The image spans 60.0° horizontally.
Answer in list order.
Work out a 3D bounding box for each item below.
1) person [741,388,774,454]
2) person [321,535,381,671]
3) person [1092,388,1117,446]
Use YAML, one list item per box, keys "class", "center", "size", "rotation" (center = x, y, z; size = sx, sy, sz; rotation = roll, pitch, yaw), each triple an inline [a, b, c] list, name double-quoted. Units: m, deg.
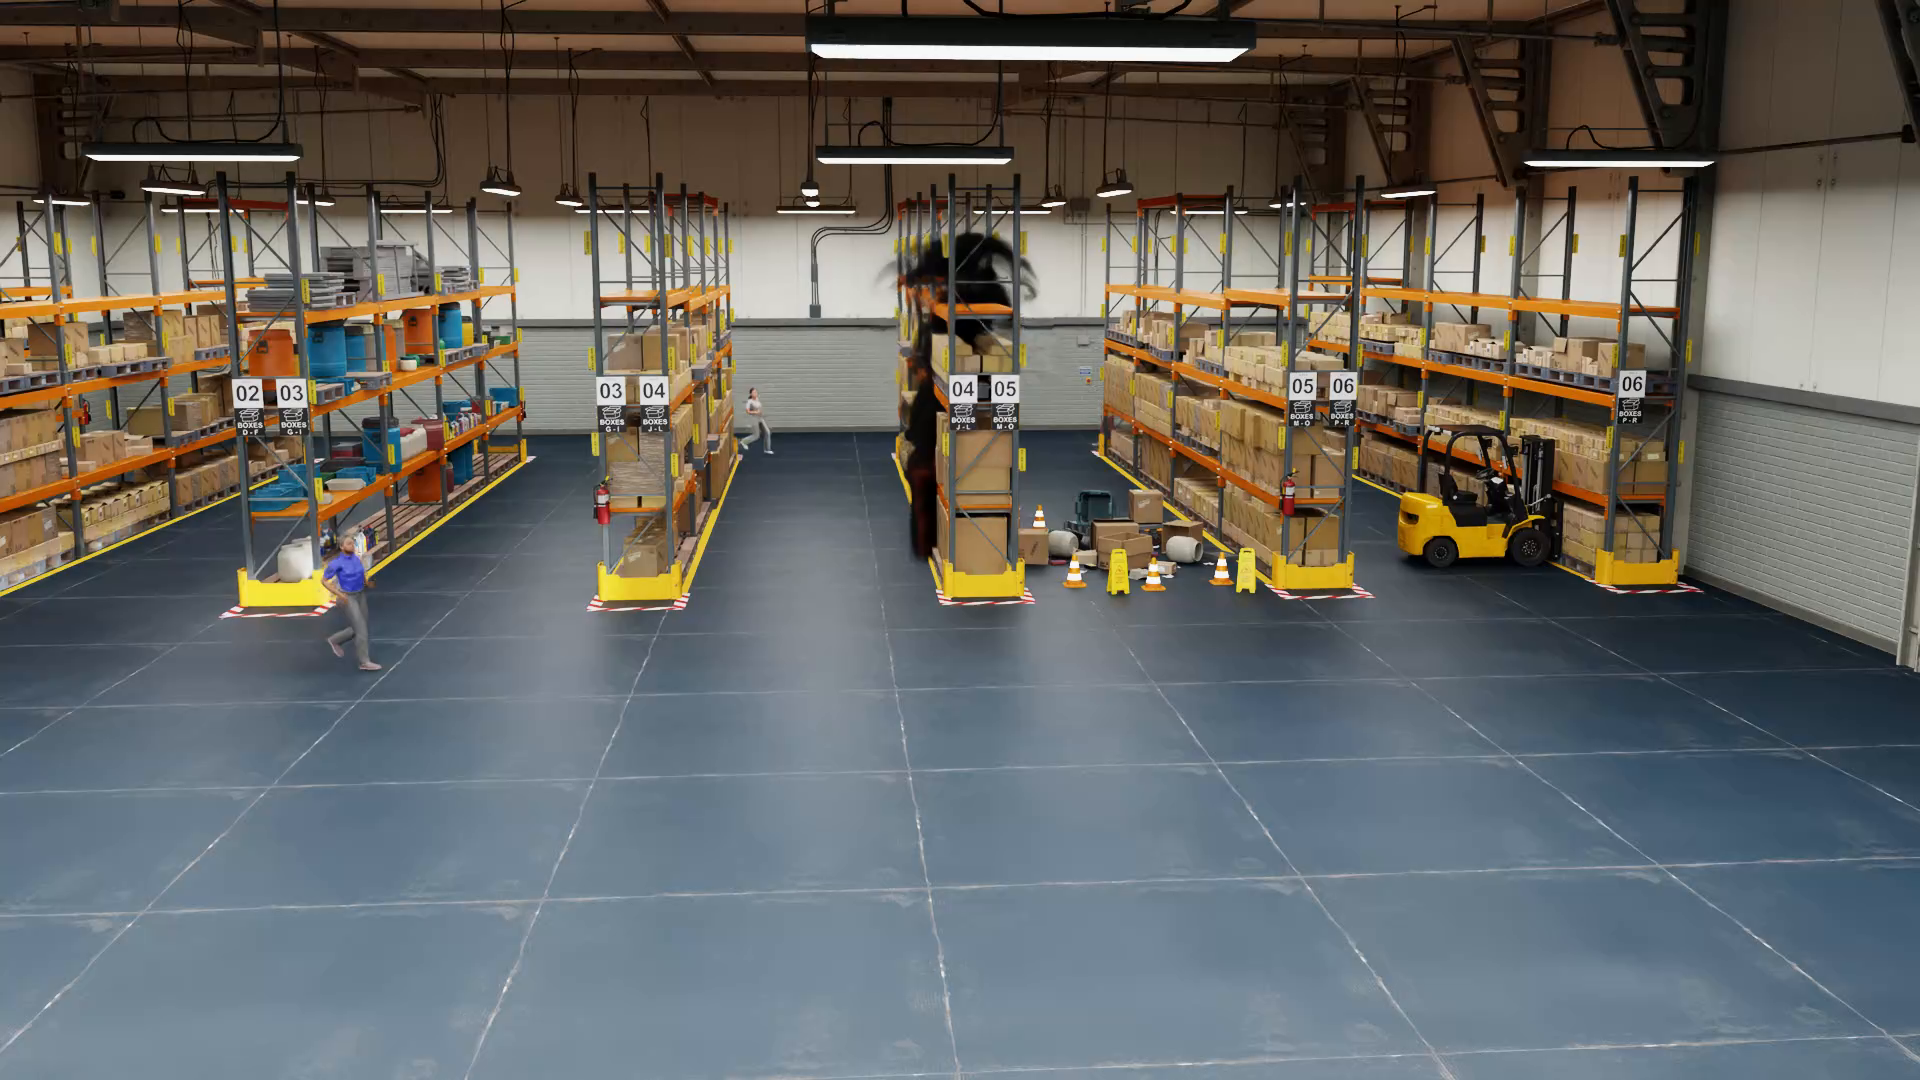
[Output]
- class: "person"
  center: [-5.009, -2.890, 40.550]
  size: [0.819, 1.627, 0.596]
  rotation: [6, 12, 30]
- class: "person"
  center: [-7.291, 0.736, 19.852]
  size: [0.786, 1.619, 0.588]
  rotation: [3, 11, 19]
- class: "person"
  center: [3.744, -3.114, 41.561]
  size: [0.935, 1.624, 0.614]
  rotation: [2, 10, 12]
